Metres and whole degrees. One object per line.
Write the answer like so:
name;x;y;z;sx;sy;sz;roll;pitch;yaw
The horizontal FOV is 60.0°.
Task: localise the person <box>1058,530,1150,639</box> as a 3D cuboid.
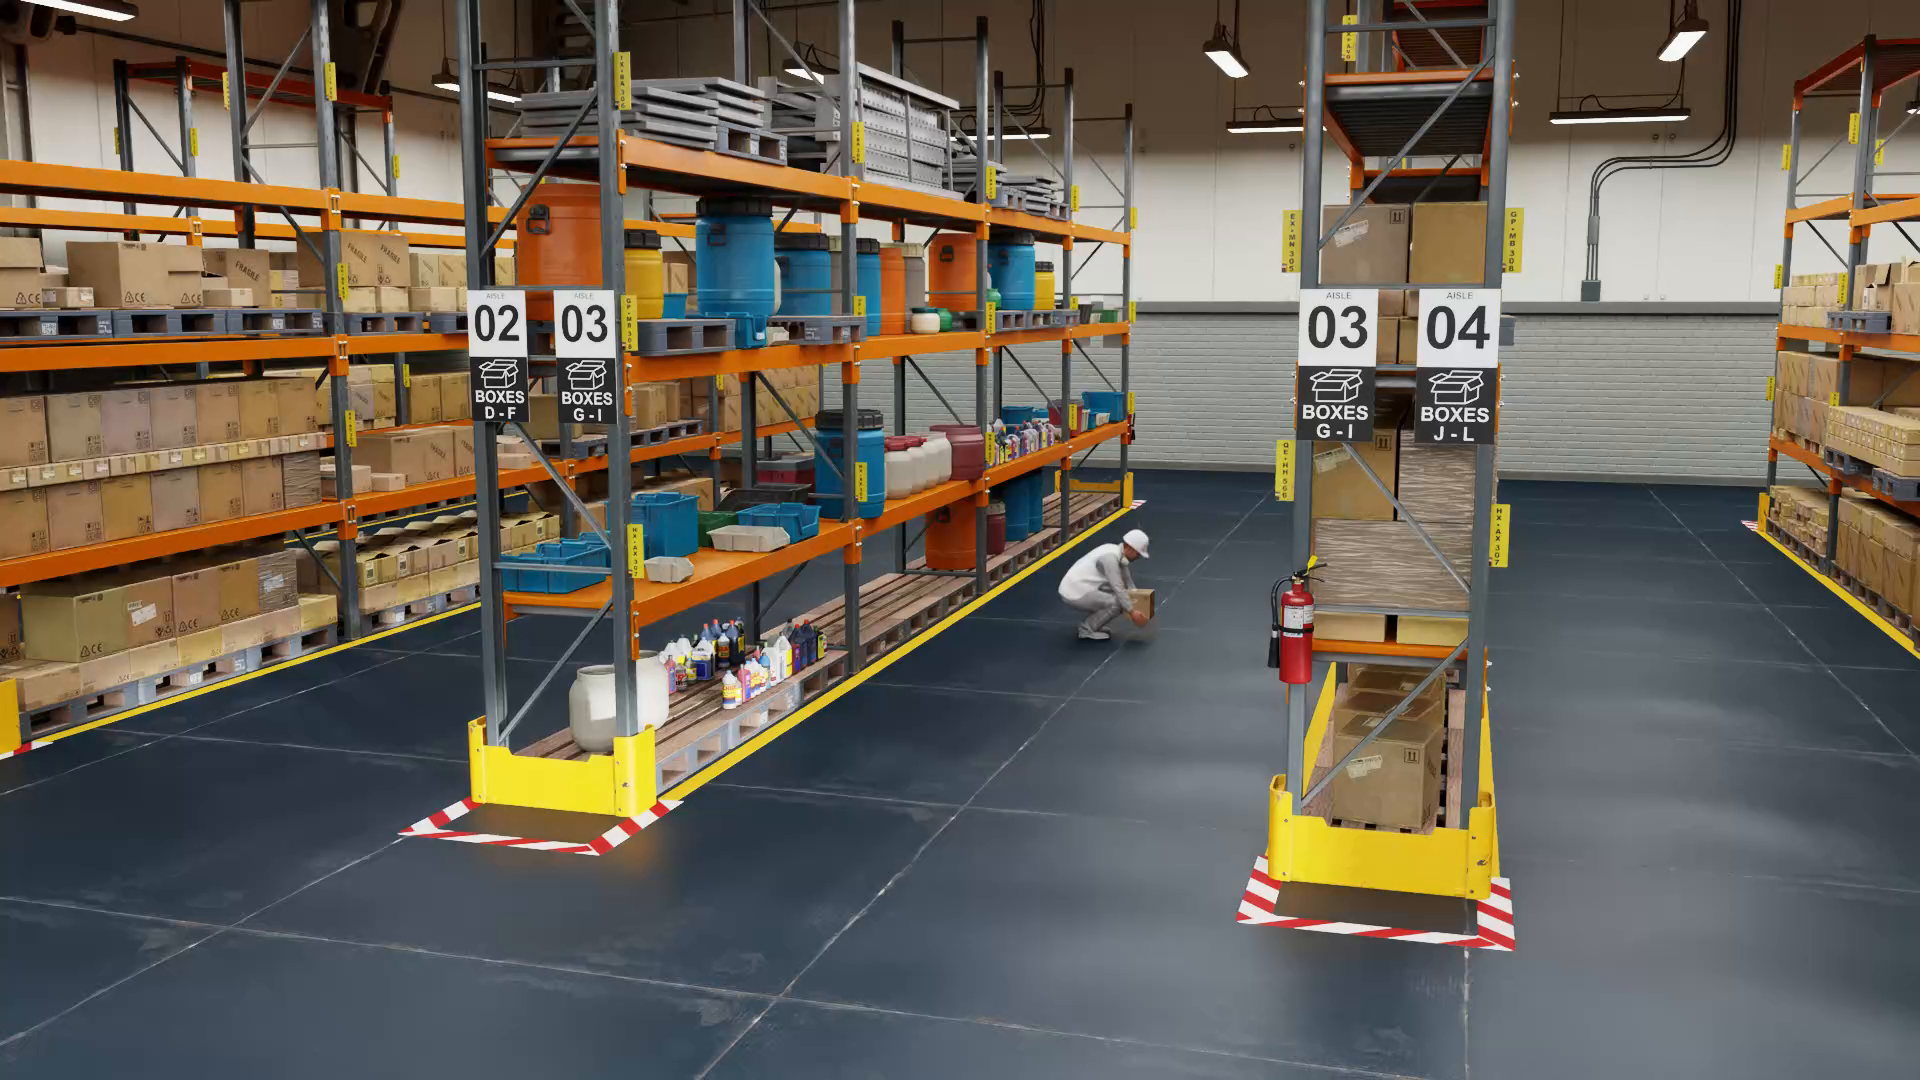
person;1.362;0.411;15.583;0.851;1.020;0.518;2;9;15
